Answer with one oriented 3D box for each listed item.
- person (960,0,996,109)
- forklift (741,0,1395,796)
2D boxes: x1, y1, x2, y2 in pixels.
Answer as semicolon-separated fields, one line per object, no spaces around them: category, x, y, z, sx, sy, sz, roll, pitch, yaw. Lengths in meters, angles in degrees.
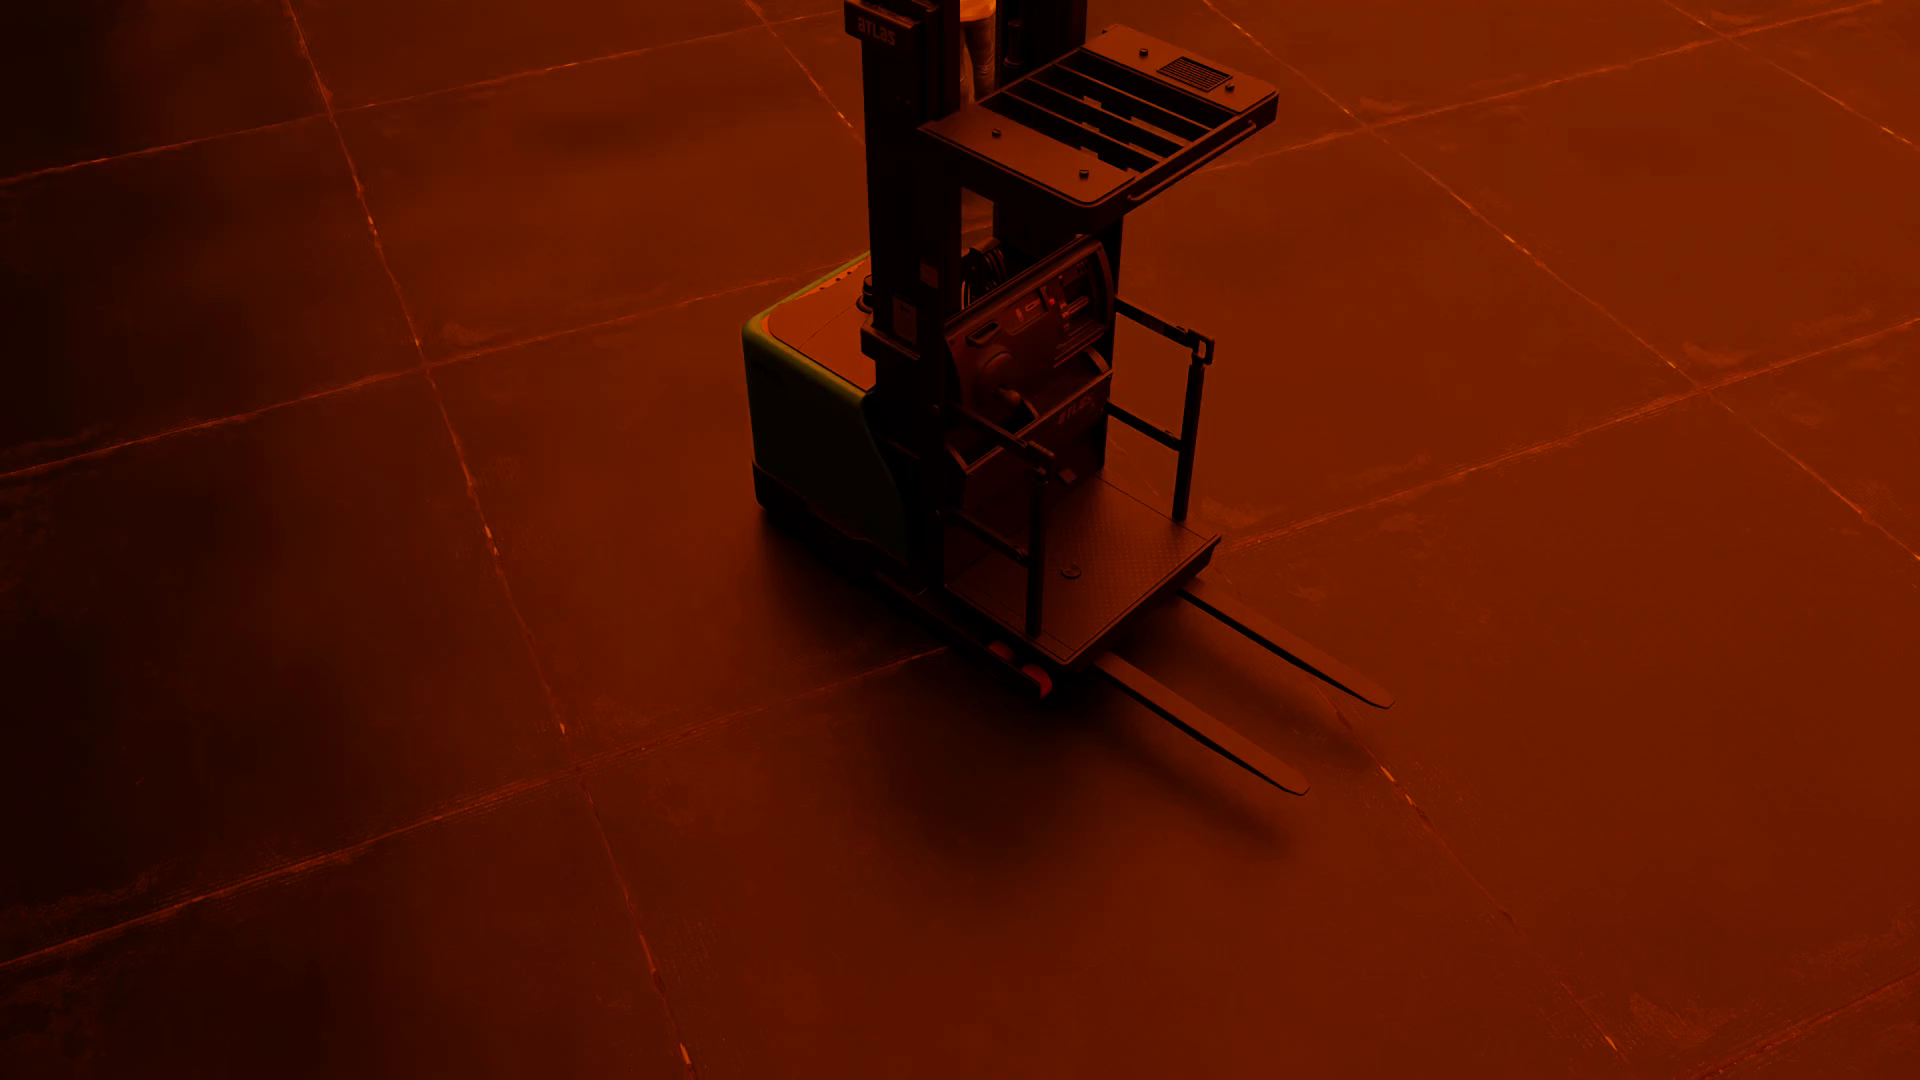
person;-0.016;-3.243;9.999;0.665;1.769;0.574;-15;45;-16
forklift;0.445;-0.788;6.525;3.031;2.935;1.130;32;52;30
